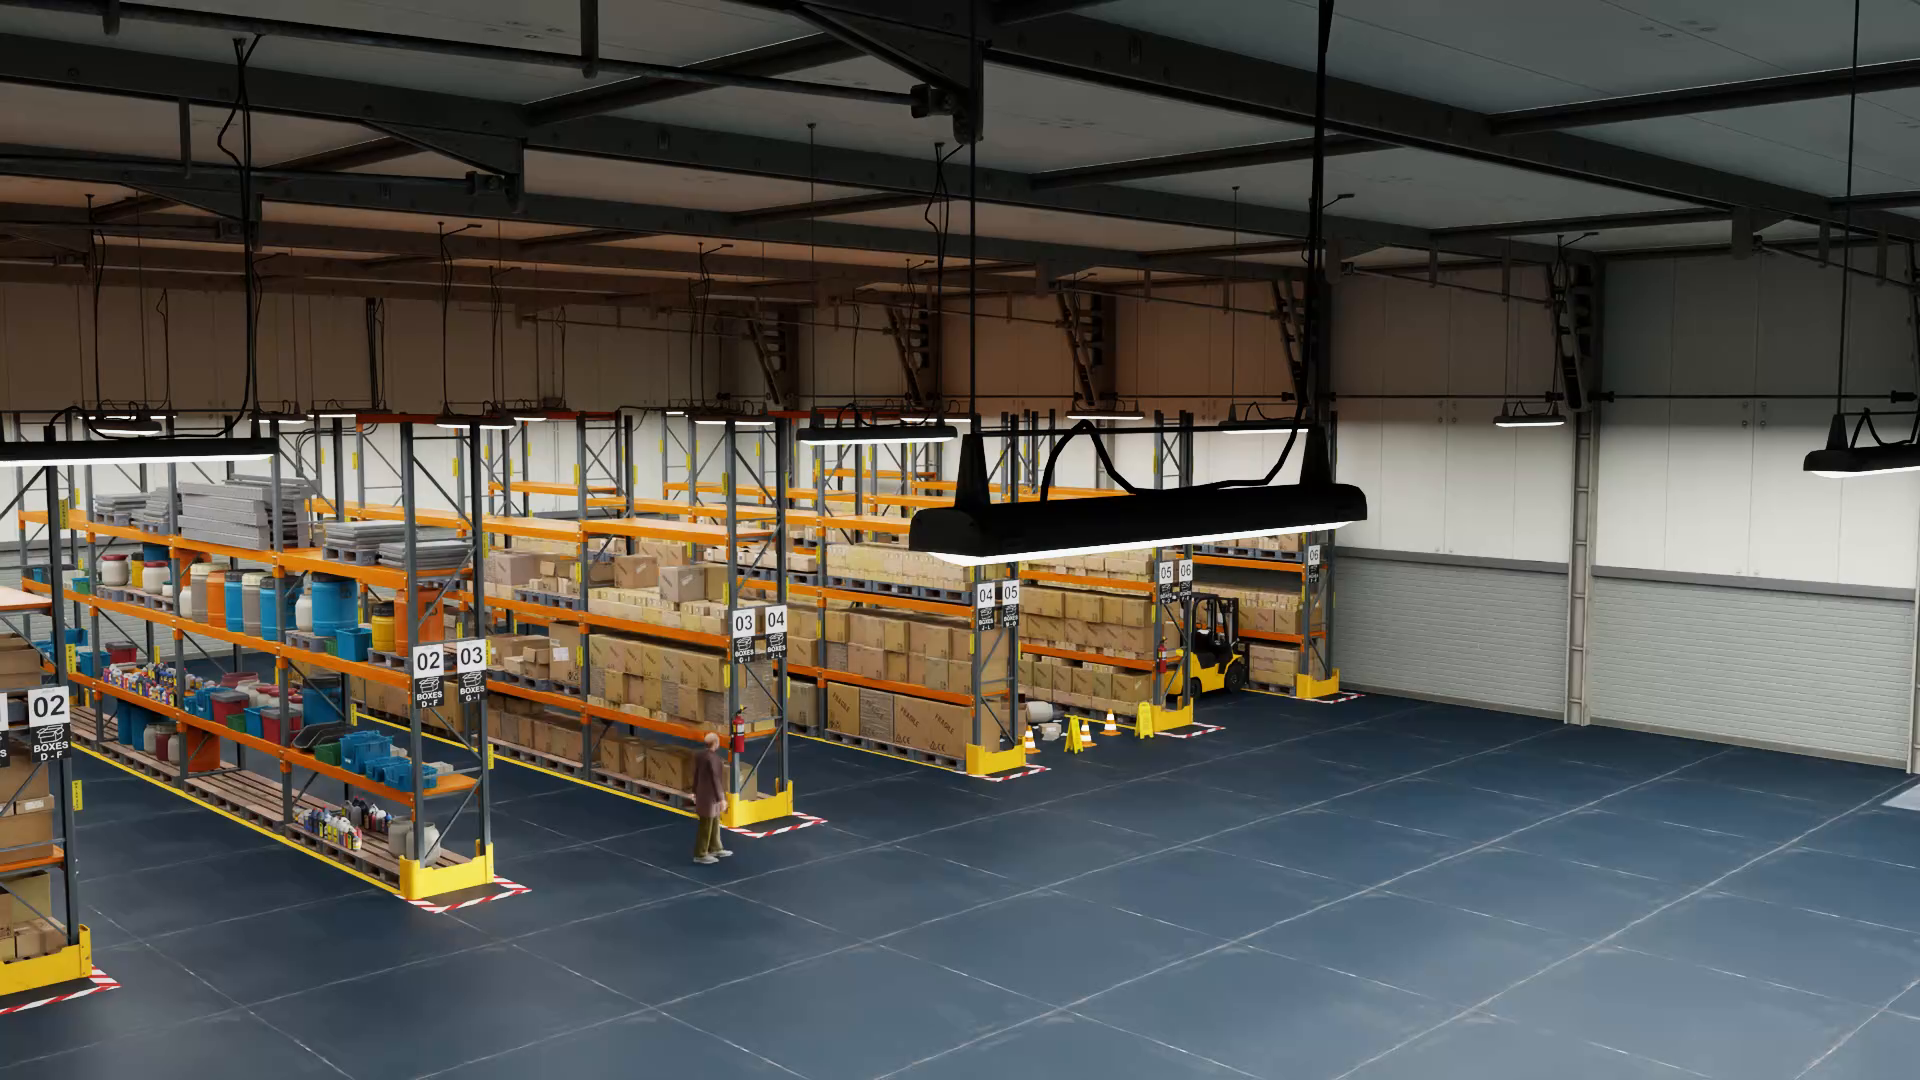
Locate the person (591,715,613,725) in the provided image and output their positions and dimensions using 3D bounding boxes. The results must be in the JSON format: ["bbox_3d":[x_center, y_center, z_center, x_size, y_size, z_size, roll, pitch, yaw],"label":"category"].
[{"bbox_3d":[-6.996,2.803,32.065,0.956,1.502,0.632,3,6,35],"label":"person"}]

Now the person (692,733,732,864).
[{"bbox_3d":[-3.338,3.499,22.564,0.584,1.783,0.687,-2,5,-18],"label":"person"}]
